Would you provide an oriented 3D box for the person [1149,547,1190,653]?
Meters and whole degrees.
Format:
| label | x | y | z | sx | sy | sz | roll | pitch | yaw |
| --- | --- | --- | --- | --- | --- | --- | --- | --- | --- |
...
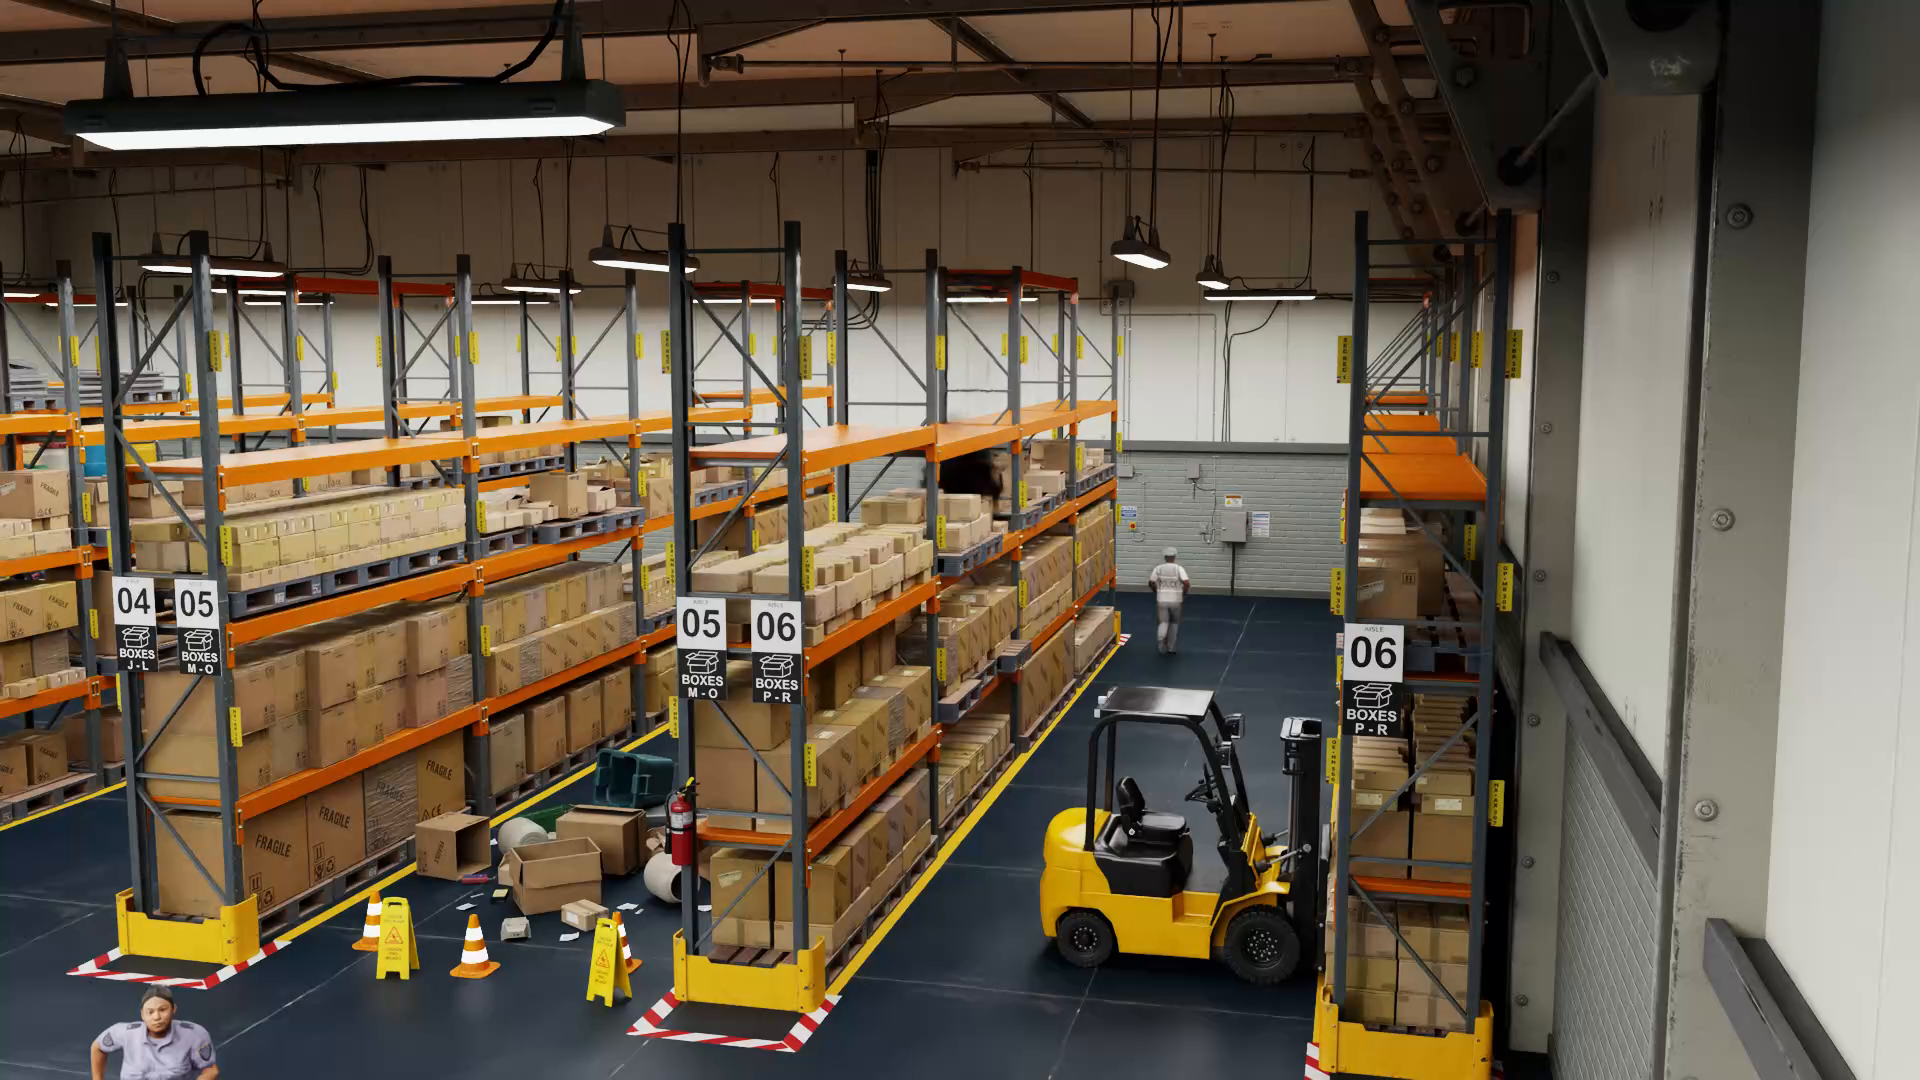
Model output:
| label | x | y | z | sx | sy | sz | roll | pitch | yaw |
| --- | --- | --- | --- | --- | --- | --- | --- | --- | --- |
| person | 3.402 | 1.009 | 27.065 | 0.673 | 1.777 | 0.833 | 2 | 7 | 12 |

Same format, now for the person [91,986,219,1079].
| label | x | y | z | sx | sy | sz | roll | pitch | yaw |
| --- | --- | --- | --- | --- | --- | --- | --- | --- | --- |
| person | -4.442 | 3.251 | 9.223 | 0.630 | 1.626 | 0.796 | -3 | 8 | -26 |
